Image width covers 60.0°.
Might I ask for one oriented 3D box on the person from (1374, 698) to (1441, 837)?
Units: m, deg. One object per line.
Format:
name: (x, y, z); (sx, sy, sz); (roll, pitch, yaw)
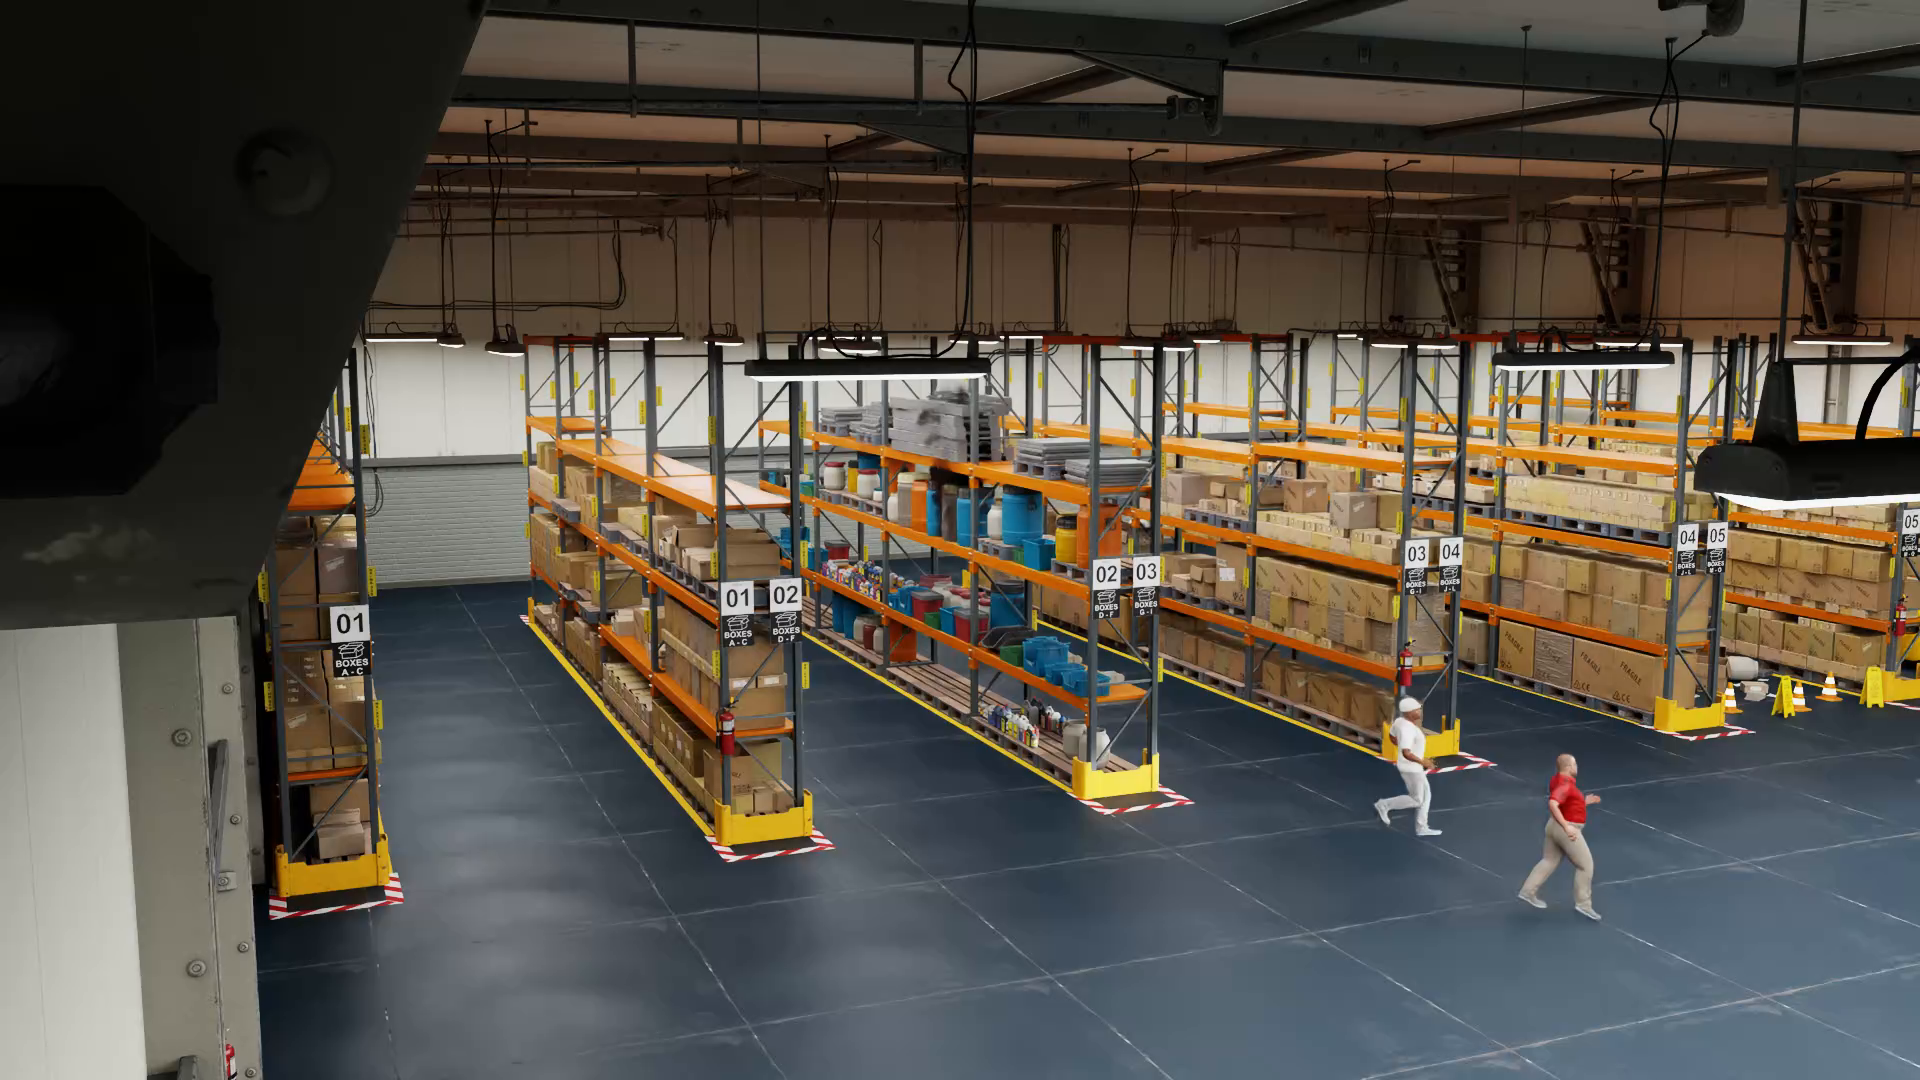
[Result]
person: (5.509, 2.784, 20.394); (0.832, 1.733, 0.712); (1, 8, 8)

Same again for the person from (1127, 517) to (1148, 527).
person: (4.198, -0.031, 41.514); (0.914, 1.694, 0.831); (-1, 8, -10)

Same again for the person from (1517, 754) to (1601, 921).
person: (6.409, 3.142, 17.621); (0.790, 1.788, 0.640); (0, 8, -3)
